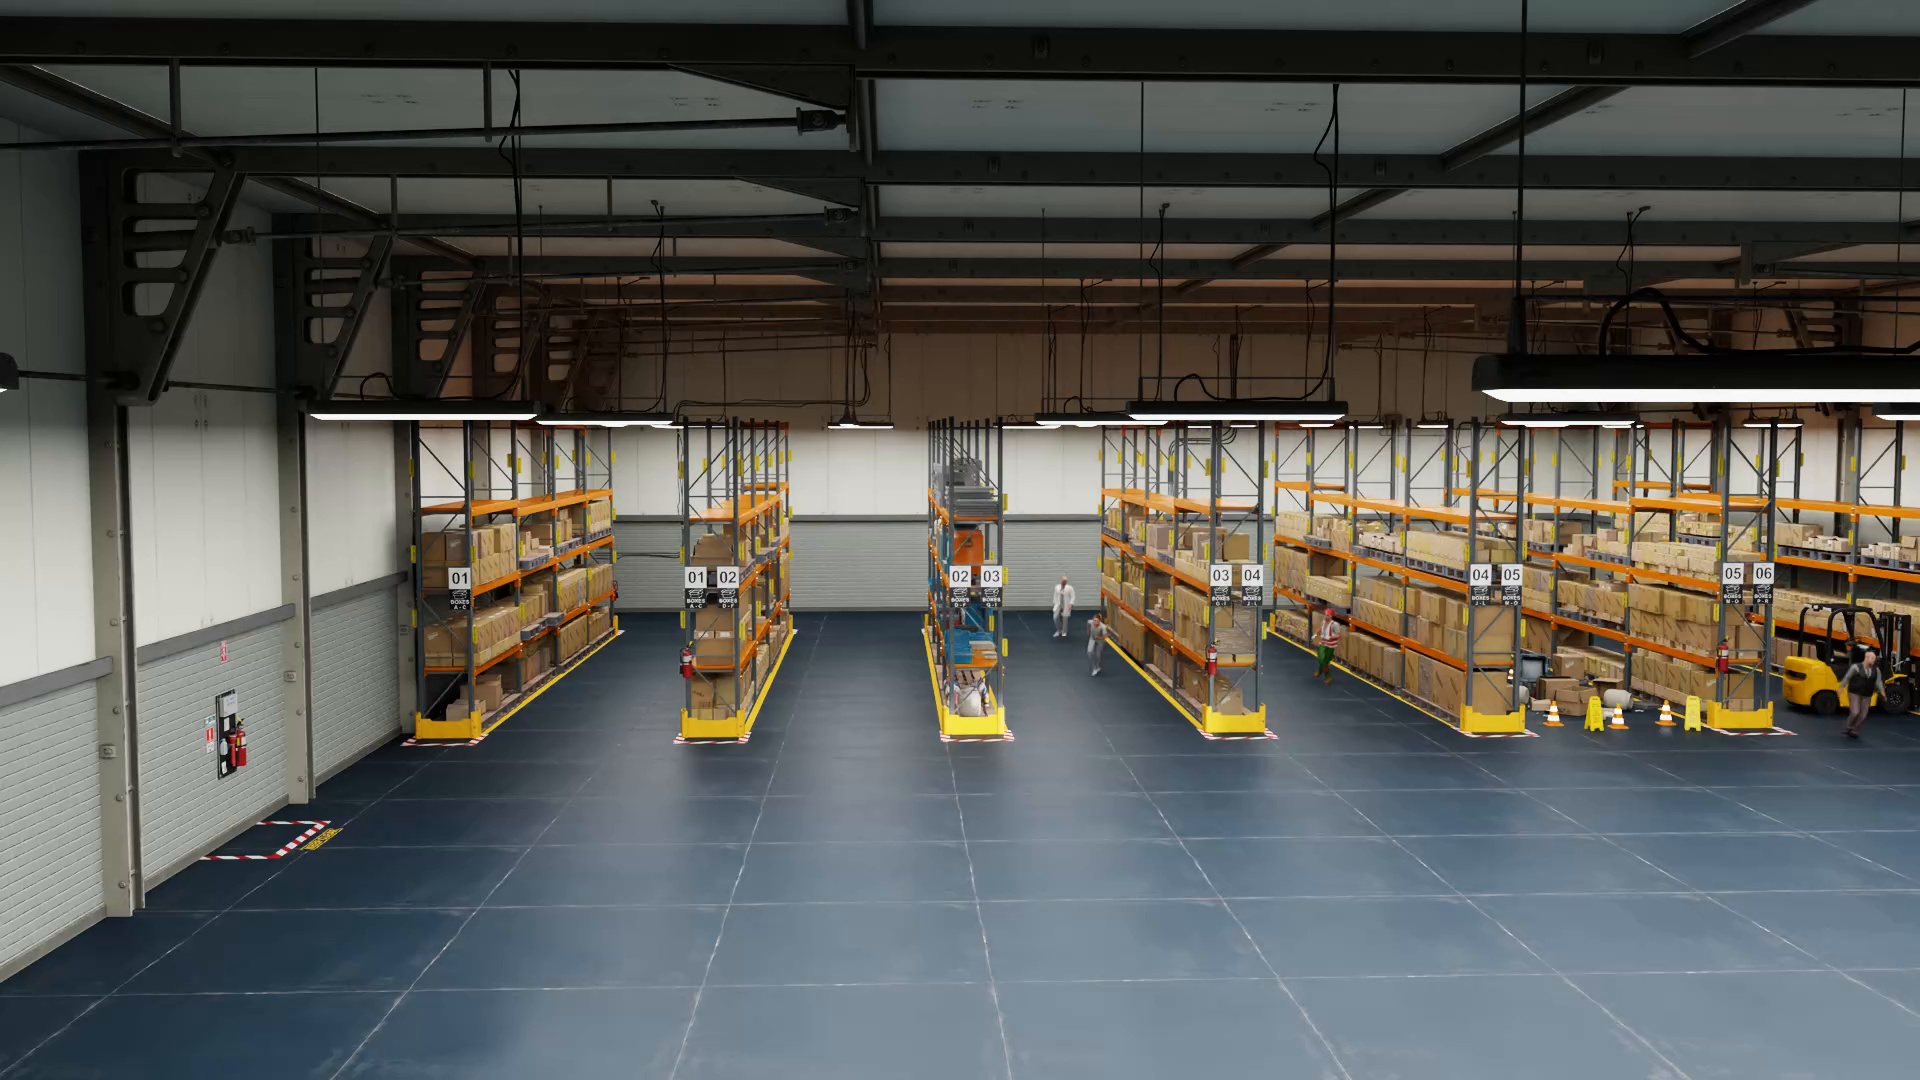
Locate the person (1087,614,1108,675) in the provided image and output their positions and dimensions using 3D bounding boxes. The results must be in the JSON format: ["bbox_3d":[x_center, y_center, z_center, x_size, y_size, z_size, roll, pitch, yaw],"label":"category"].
[{"bbox_3d":[3.258,2.441,39.367,0.552,1.464,1.108,1,4,13],"label":"person"}]

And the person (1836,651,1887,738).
[{"bbox_3d":[16.719,2.873,30.802,0.668,1.656,0.667,0,4,-3],"label":"person"}]

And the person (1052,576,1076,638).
[{"bbox_3d":[2.875,1.842,46.021,0.692,1.718,0.810,1,4,14],"label":"person"}]

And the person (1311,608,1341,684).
[{"bbox_3d":[8.375,2.404,37.984,0.785,1.729,0.714,2,4,33],"label":"person"}]
